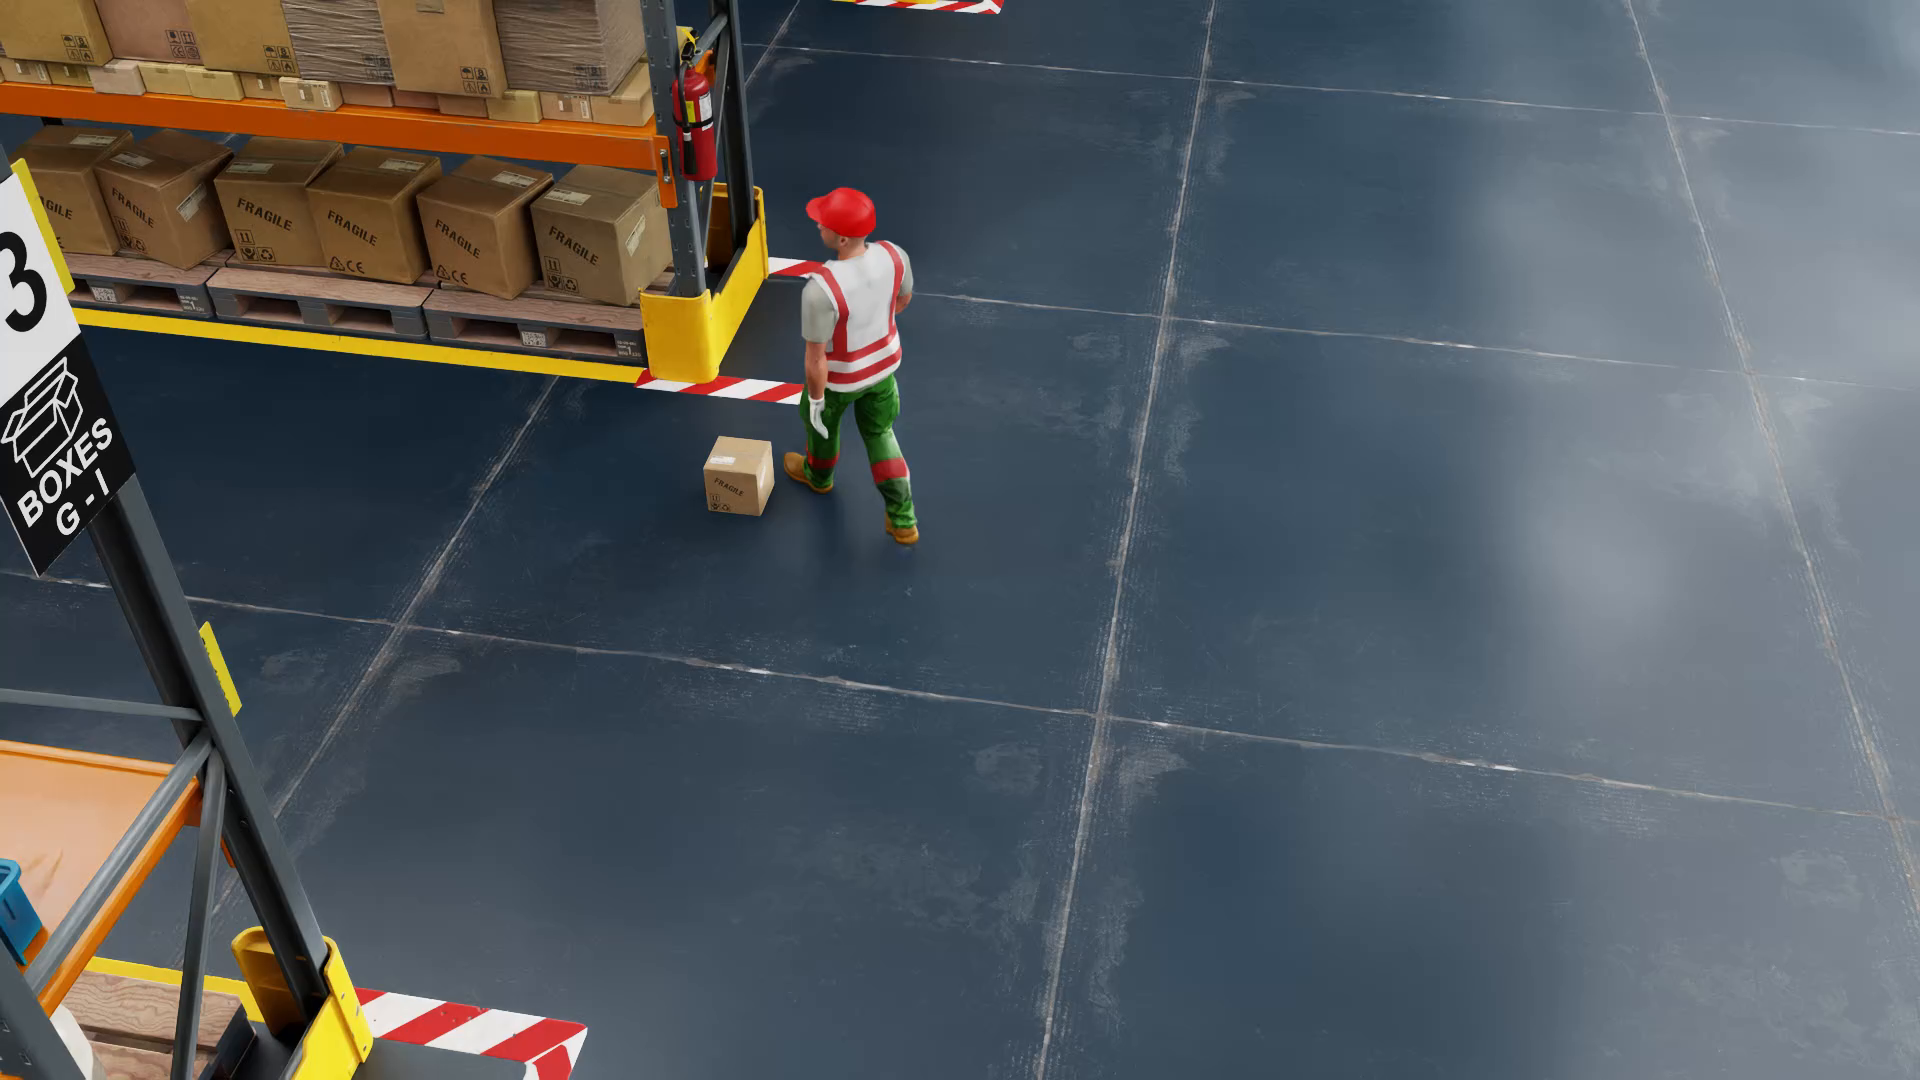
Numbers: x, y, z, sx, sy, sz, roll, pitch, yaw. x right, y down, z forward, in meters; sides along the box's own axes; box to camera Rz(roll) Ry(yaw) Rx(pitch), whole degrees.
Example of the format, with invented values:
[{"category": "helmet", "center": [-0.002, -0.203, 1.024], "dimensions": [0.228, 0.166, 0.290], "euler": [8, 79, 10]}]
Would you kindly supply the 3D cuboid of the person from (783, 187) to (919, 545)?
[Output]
[{"category": "person", "center": [-0.488, -0.792, 7.099], "dimensions": [0.622, 1.743, 0.959], "euler": [-25, 46, -27]}]
